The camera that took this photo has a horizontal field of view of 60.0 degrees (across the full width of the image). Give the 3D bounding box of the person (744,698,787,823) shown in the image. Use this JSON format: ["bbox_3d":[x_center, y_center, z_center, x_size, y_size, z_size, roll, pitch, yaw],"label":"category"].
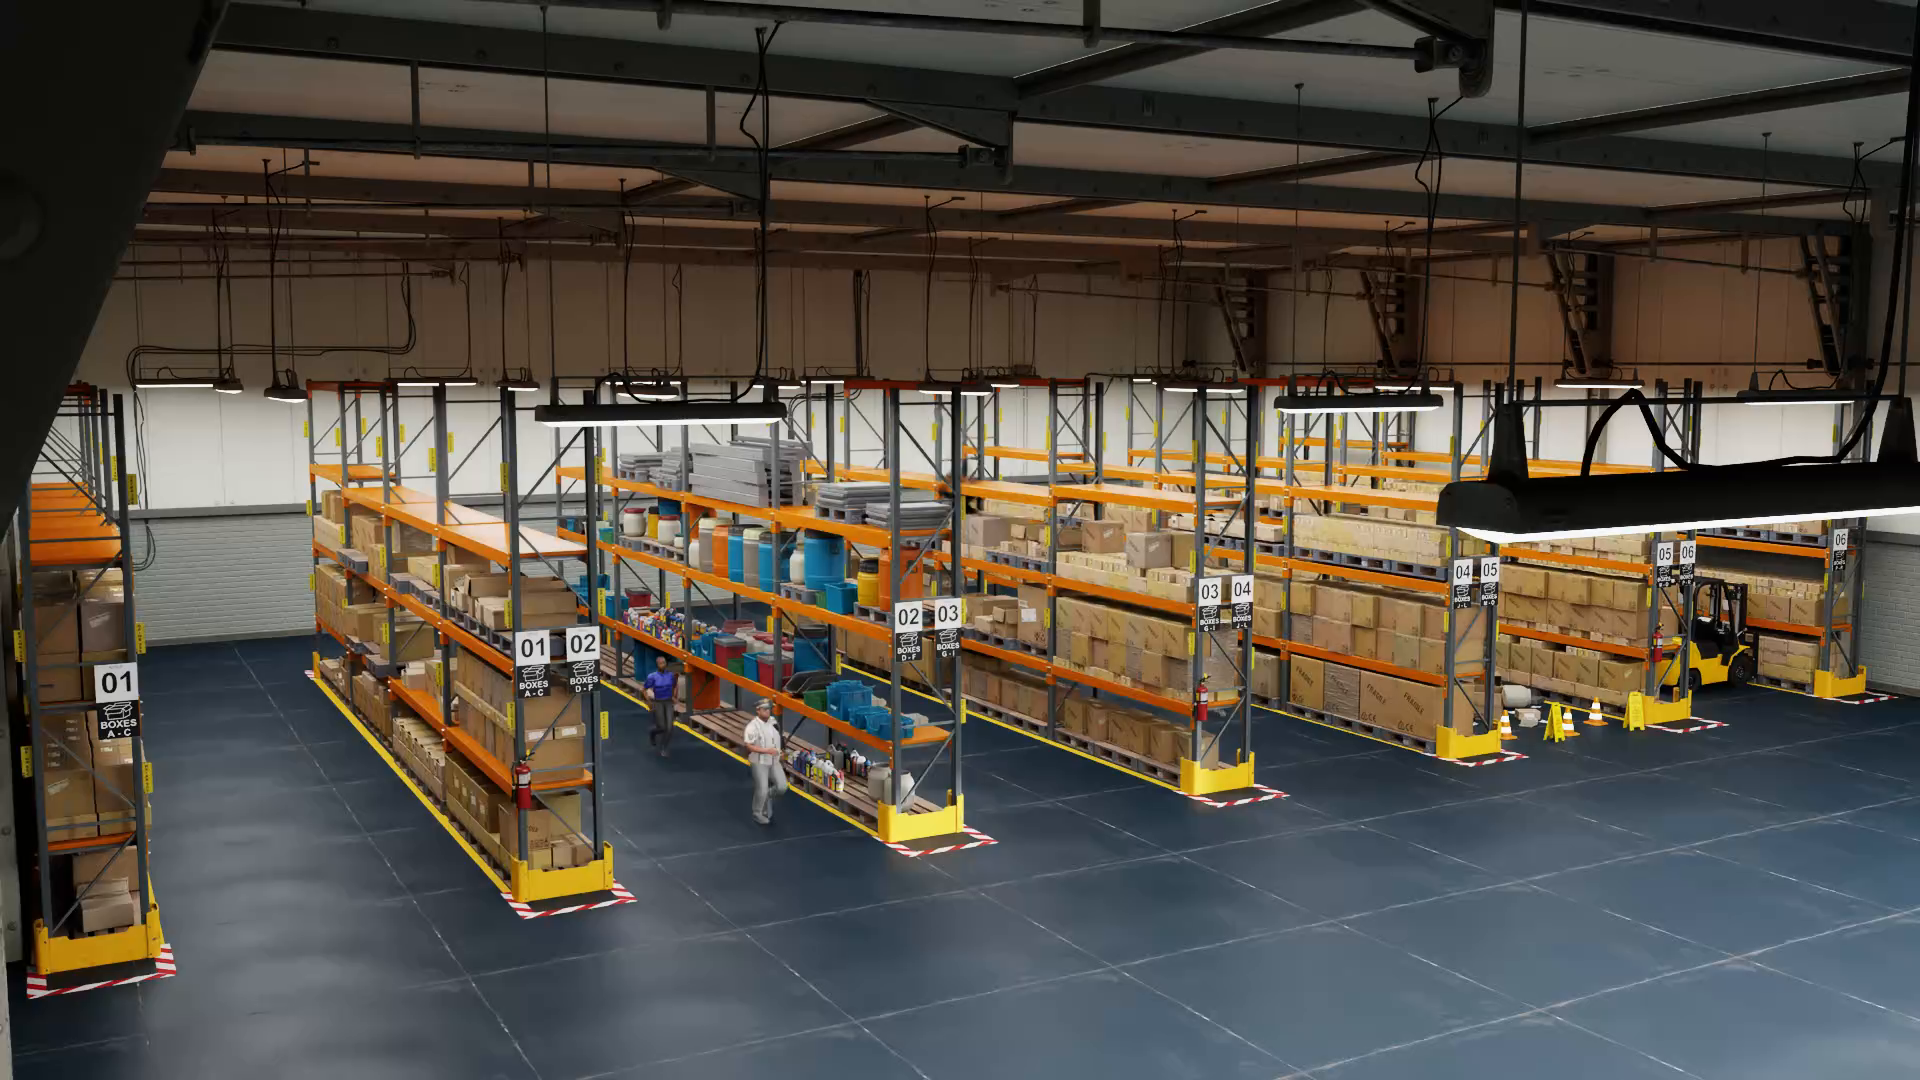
[{"bbox_3d":[-2.636,3.036,22.835,0.651,1.738,0.607,-6,8,-44],"label":"person"}]

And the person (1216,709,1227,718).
[{"bbox_3d":[4.482,2.341,29.918,0.565,1.631,0.778,-5,8,-40],"label":"person"}]

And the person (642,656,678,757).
[{"bbox_3d":[-4.828,2.684,26.922,0.583,1.615,0.558,-4,7,-31],"label":"person"}]
